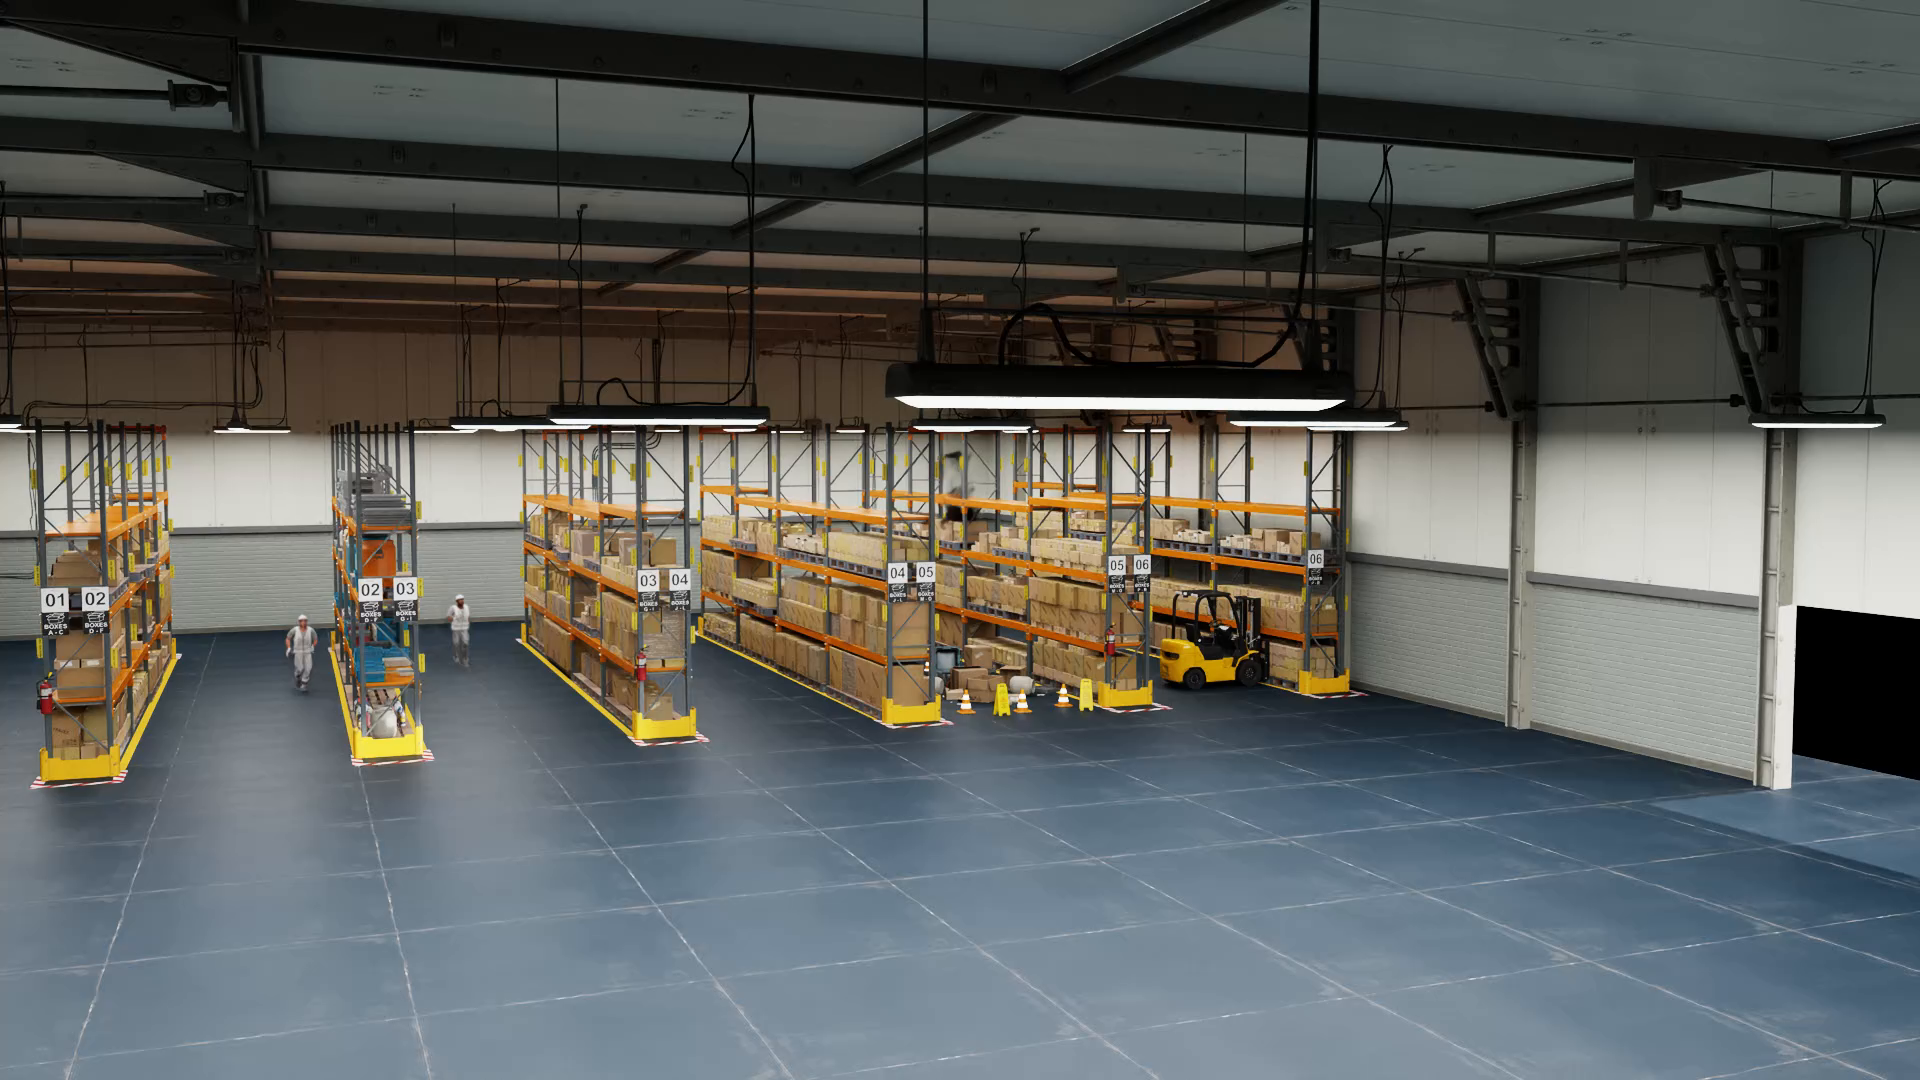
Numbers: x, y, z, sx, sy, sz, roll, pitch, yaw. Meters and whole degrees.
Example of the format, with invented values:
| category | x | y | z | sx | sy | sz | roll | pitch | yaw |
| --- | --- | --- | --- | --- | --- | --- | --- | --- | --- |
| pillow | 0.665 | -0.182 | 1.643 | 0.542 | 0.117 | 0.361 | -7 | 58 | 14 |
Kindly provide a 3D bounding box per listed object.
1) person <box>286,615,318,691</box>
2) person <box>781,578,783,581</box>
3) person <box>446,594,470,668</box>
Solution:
| category | x | y | z | sx | sy | sz | roll | pitch | yaw |
| --- | --- | --- | --- | --- | --- | --- | --- | --- | --- |
| person | -14.675 | 2.534 | 37.118 | 0.670 | 1.732 | 0.633 | -2 | 4 | -30 |
| person | -5.098 | 1.939 | 47.663 | 0.661 | 1.672 | 0.826 | -1 | 4 | -16 |
| person | -12.436 | 2.269 | 41.268 | 0.645 | 1.851 | 0.779 | -2 | 4 | -34 |
